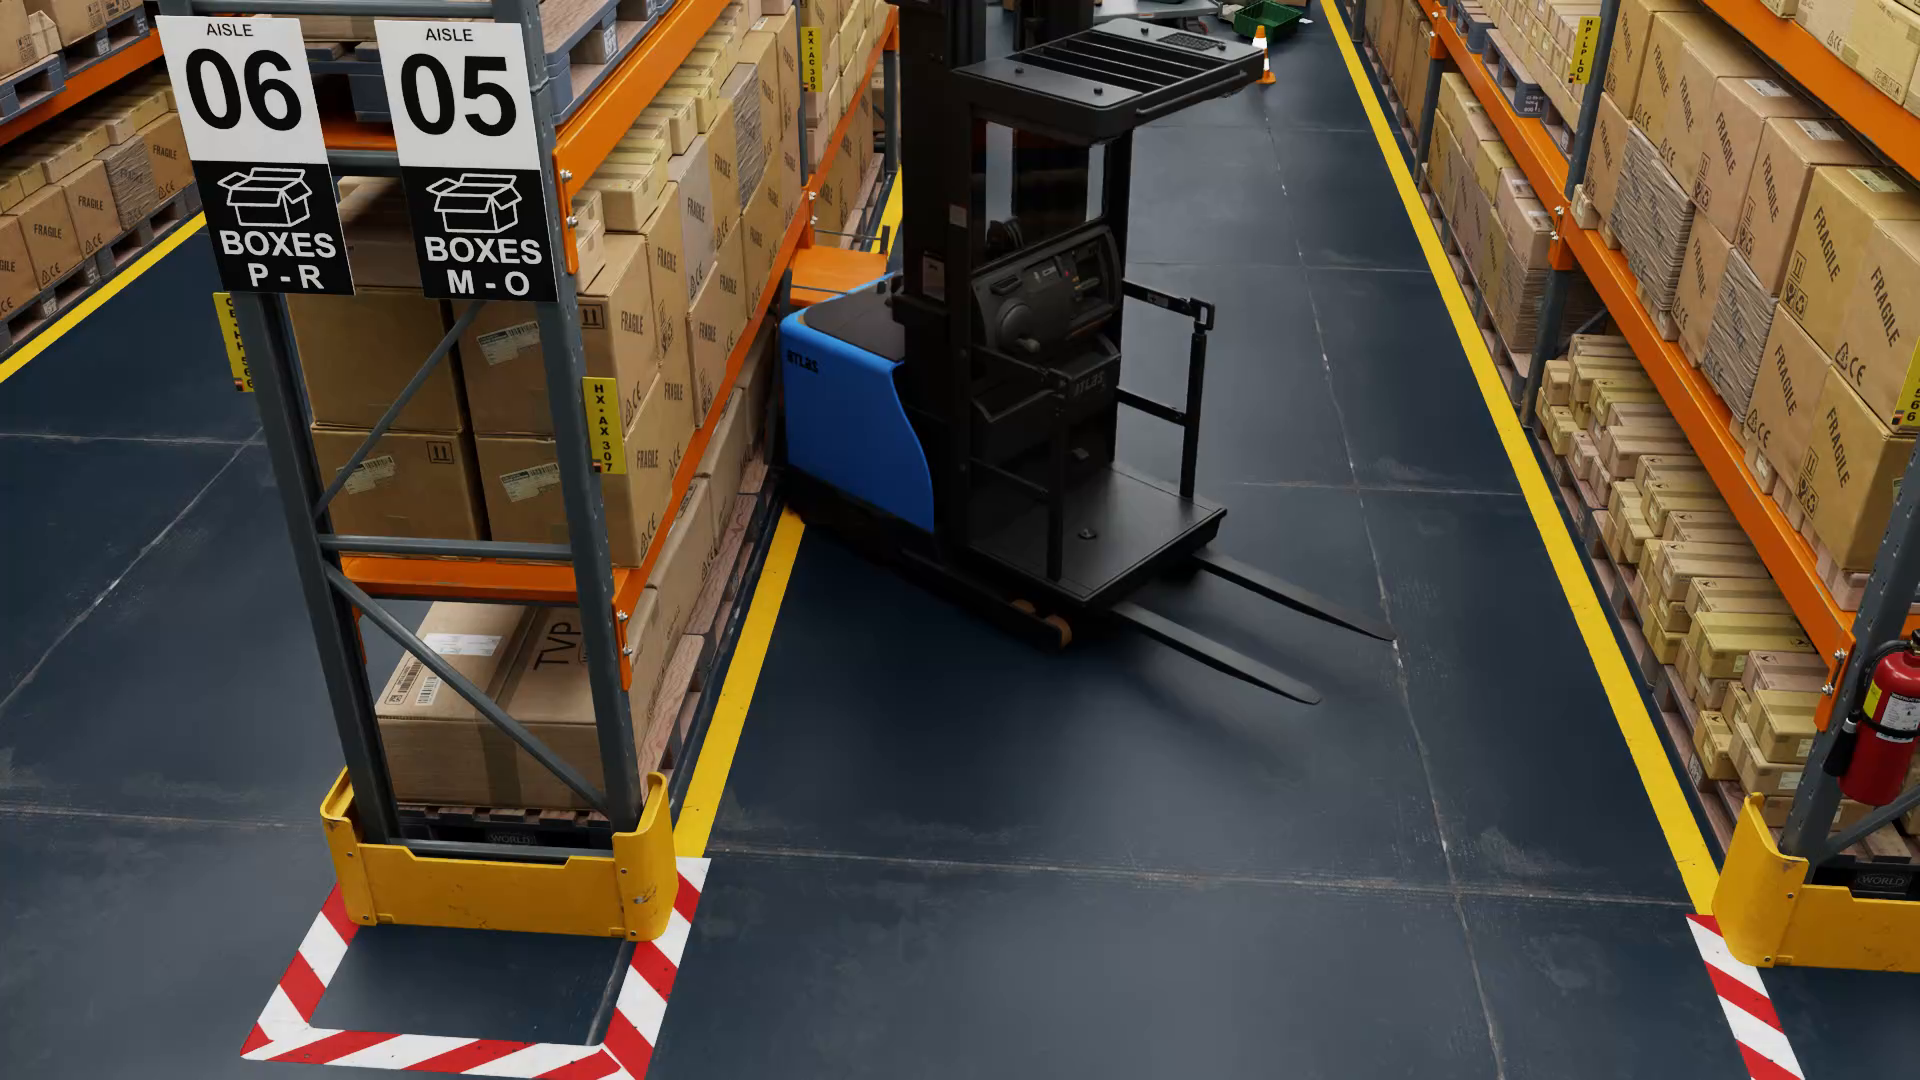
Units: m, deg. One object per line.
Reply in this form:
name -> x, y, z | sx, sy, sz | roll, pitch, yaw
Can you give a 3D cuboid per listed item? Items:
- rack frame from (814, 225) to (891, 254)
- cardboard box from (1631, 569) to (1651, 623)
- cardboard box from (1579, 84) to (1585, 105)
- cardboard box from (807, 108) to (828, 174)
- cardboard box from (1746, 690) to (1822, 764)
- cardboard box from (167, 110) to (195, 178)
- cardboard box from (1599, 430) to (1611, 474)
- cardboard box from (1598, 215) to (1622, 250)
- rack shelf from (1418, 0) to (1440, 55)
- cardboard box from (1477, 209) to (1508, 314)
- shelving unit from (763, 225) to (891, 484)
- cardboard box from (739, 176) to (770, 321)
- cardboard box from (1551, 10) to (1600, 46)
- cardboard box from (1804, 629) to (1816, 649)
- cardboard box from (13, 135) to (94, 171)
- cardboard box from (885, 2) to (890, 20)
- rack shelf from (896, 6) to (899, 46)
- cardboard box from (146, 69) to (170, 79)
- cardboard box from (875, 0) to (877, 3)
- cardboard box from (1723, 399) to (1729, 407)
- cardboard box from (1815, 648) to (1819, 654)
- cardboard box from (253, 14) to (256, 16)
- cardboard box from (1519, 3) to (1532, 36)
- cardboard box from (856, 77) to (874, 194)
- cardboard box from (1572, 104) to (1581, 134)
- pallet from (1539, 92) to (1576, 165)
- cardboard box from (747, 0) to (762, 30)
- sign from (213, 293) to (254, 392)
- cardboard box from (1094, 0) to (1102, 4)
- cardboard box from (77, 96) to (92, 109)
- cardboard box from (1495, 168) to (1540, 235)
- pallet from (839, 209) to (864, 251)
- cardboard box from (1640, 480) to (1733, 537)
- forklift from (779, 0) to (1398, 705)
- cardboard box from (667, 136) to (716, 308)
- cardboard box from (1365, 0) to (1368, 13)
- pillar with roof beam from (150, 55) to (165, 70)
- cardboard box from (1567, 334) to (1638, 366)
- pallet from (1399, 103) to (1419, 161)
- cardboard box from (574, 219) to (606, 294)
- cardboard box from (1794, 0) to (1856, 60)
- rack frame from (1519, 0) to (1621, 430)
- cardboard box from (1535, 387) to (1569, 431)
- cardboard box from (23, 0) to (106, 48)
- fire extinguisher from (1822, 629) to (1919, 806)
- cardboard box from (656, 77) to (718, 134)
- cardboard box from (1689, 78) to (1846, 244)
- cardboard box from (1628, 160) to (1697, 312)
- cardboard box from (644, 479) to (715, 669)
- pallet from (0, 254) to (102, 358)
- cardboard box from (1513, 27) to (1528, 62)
rack frame -> -0.707, -1.226, 9.215 | 0.500, 1.125, 0.032 | 7, 26, -5
cardboard box -> 3.180, 0.259, 7.287 | 0.380, 0.149, 0.250 | 3, 32, 5
cardboard box -> 3.472, -2.317, 8.706 | 0.380, 0.149, 0.250 | 3, 32, 5
cardboard box -> -1.007, -2.216, 9.129 | 0.500, 0.250, 0.500 | 2, 32, 3
cardboard box -> 3.101, 0.683, 6.032 | 0.380, 0.149, 0.250 | 3, 32, 5
cardboard box -> -5.799, -2.985, 12.218 | 0.500, 0.500, 0.500 | 2, 32, 3
cardboard box -> 3.348, -0.412, 8.093 | 0.380, 0.149, 0.250 | 1, 32, 1
cardboard box -> 3.340, -1.523, 8.101 | 0.380, 0.149, 0.250 | 3, 32, 5
rack shelf -> 4.124, -4.733, 13.757 | 1.077, 0.370, 4.000 | 2, 32, 4
cardboard box -> 3.487, -1.683, 10.104 | 0.500, 0.500, 0.500 | 2, 32, 3
shelving unit -> -0.697, -1.002, 8.758 | 0.538, 1.125, 1.048 | 7, 26, -5
cardboard box -> -1.152, -1.317, 7.433 | 0.500, 0.500, 0.500 | 2, 32, 3
cardboard box -> 3.539, -2.858, 9.301 | 0.380, 0.149, 0.250 | 2, 32, 4
cardboard box -> 3.234, 0.402, 6.773 | 0.380, 0.149, 0.250 | 2, 32, 3
cardboard box -> -5.915, -2.523, 10.849 | 0.380, 0.149, 0.250 | 4, 32, 6
cardboard box -> -0.763, -3.813, 11.721 | 0.500, 0.250, 0.500 | 1, 32, 2
rack shelf -> -0.817, -4.892, 14.015 | 1.077, 0.370, 4.000 | 2, 32, 4
cardboard box -> -5.707, -3.340, 12.175 | 0.380, 0.149, 0.250 | 1, 32, 1
cardboard box -> -0.804, -3.769, 11.173 | 0.500, 0.250, 0.500 | 2, 32, 3
cardboard box -> 3.248, -0.556, 6.532 | 0.380, 0.149, 0.250 | 1, 32, 2
cardboard box -> 3.681, 0.427, 7.015 | 0.380, 0.149, 0.250 | 3, 32, 4
cardboard box -> -5.818, -4.198, 14.066 | 0.875, 0.625, 0.625 | 3, 32, 6
cardboard box -> 3.601, -3.133, 10.031 | 0.380, 0.149, 0.250 | 4, 32, 6
cardboard box -> -1.119, -3.069, 11.996 | 0.875, 0.875, 0.875 | 2, 32, 4
cardboard box -> 3.471, -2.190, 8.784 | 0.380, 0.149, 0.250 | 2, 32, 3
pallet -> 3.843, -2.214, 9.166 | 1.003, 0.211, 1.213 | 2, 32, 4
cardboard box -> -1.143, -2.497, 7.776 | 0.380, 0.149, 0.250 | 3, 32, 5
sign -> -2.171, -0.593, 5.024 | 0.100, 0.325, 0.005 | 2, 32, 4
cardboard box -> 1.122, -5.442, 15.882 | 0.500, 0.500, 0.500 | 2, 32, 4
cardboard box -> -6.384, -3.084, 11.760 | 0.380, 0.149, 0.250 | 1, 32, 2
cardboard box -> 3.500, -2.004, 9.911 | 0.500, 0.250, 0.500 | 4, 32, 6
pallet -> -1.221, -1.920, 11.164 | 1.003, 0.211, 1.213 | 2, 32, 4
cardboard box -> 3.249, -0.133, 7.357 | 0.380, 0.149, 0.250 | 3, 32, 4
forklift -> 0.547, -1.055, 7.169 | 3.031, 2.935, 1.130 | 26, 40, 35
cardboard box -> -1.239, -1.216, 6.316 | 0.500, 0.500, 0.500 | 2, 32, 4
cardboard box -> 4.408, -5.685, 16.241 | 0.875, 0.875, 0.875 | 3, 32, 5
pillar with roof beam -> -2.429, -7.453, 11.766 | 9.100, 9.000, 0.400 | 2, 32, 4
cardboard box -> 3.401, -0.949, 8.681 | 0.380, 0.149, 0.250 | 4, 32, 6
pallet -> 4.101, -3.216, 13.267 | 1.003, 0.211, 1.213 | 2, 32, 4
cardboard box -> -1.327, -0.887, 5.164 | 0.380, 0.149, 0.250 | 3, 32, 5
cardboard box -> 3.172, -1.799, 5.593 | 0.500, 0.250, 0.500 | 4, 32, 6
rack frame -> 3.636, -1.902, 8.477 | 1.000, 3.000, 0.127 | 2, 32, 4
cardboard box -> 3.286, -0.691, 8.829 | 0.380, 0.149, 0.250 | 1, 32, 2
cardboard box -> -5.885, -3.417, 10.440 | 0.700, 0.500, 0.500 | 2, 32, 4
fire extinguisher -> 2.830, 0.493, 5.020 | 0.296, 0.674, 0.183 | 2, 32, 4
cardboard box -> -1.158, -1.696, 6.477 | 0.380, 0.149, 0.250 | 2, 32, 3
cardboard box -> 3.214, -1.469, 6.443 | 0.500, 0.500, 0.500 | 1, 32, 2
cardboard box -> 3.234, -1.302, 7.125 | 0.500, 0.500, 0.500 | 2, 32, 3
cardboard box -> -1.611, 0.115, 7.247 | 0.875, 0.438, 0.875 | 3, 32, 5
pallet -> -6.225, -1.511, 10.500 | 1.003, 0.211, 1.213 | 2, 32, 4
cardboard box -> 3.595, -3.011, 10.116 | 0.380, 0.149, 0.250 | 1, 32, 2
